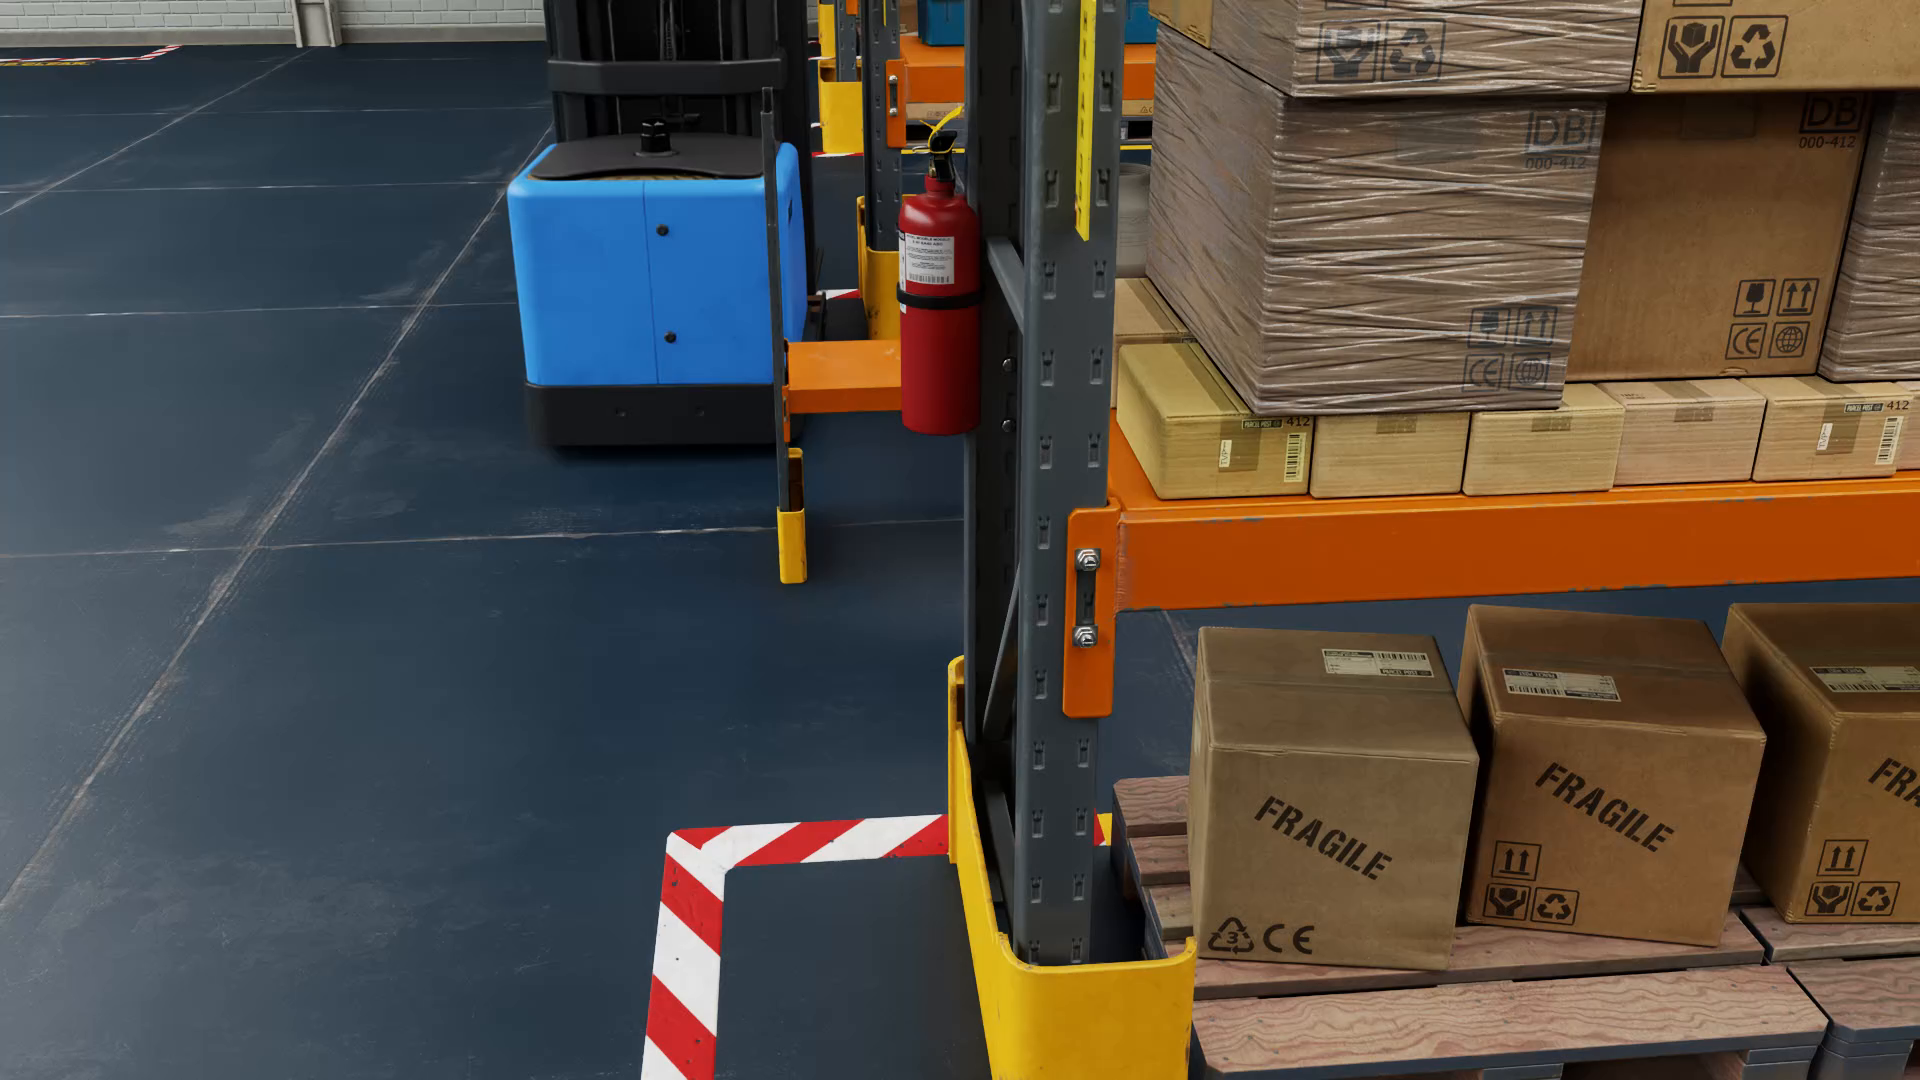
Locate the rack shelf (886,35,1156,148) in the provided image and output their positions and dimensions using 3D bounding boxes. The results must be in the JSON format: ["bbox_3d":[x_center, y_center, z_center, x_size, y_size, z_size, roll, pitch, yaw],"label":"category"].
[{"bbox_3d":[1.623,-2.164,7.810,4.000,0.370,1.077,-2,24,-5],"label":"rack shelf"}]

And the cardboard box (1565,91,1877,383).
[{"bbox_3d":[1.155,-0.671,3.078,0.500,0.500,0.875,-2,24,-5],"label":"cardboard box"}]

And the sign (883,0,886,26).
[{"bbox_3d":[-0.317,-2.316,6.928,0.005,0.325,0.100,-2,24,-5],"label":"sign"}]

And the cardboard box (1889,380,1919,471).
[{"bbox_3d":[1.670,-0.263,2.959,0.250,0.149,0.380,-2,24,-5],"label":"cardboard box"}]

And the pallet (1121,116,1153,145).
[{"bbox_3d":[1.118,-3.236,12.769,1.213,0.211,1.003,-2,24,-5],"label":"pallet"}]

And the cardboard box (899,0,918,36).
[{"bbox_3d":[-0.346,-3.835,12.629,0.500,0.500,0.500,-2,24,-5],"label":"cardboard box"}]

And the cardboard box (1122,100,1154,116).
[{"bbox_3d":[1.198,-3.341,12.442,0.500,0.250,0.500,-2,24,-5],"label":"cardboard box"}]

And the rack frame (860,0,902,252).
[{"bbox_3d":[-0.367,-2.413,7.485,0.127,3.000,1.000,-2,24,-5],"label":"rack frame"}]

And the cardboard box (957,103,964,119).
[{"bbox_3d":[0.202,-3.303,12.357,0.500,0.250,0.500,-2,24,-5],"label":"cardboard box"}]

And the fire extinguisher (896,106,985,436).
[{"bbox_3d":[-0.040,-0.557,3.405,0.183,0.674,0.296,-2,24,-5],"label":"fire extinguisher"}]

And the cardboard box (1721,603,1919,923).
[{"bbox_3d":[1.959,0.467,3.568,0.500,0.500,0.500,0,24,0],"label":"cardboard box"}]

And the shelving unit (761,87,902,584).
[{"bbox_3d":[-0.076,-0.682,5.439,1.083,1.500,0.587,-2,24,-5],"label":"shelving unit"}]

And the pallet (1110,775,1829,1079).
[{"bbox_3d":[1.007,0.843,3.595,1.213,0.211,1.003,-2,24,-5],"label":"pallet"}]

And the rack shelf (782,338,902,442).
[{"bbox_3d":[-0.085,-0.518,5.511,1.000,0.185,0.538,-2,24,-5],"label":"rack shelf"}]

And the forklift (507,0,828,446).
[{"bbox_3d":[-1.193,-2.254,7.212,1.130,2.935,3.031,-1,24,-2],"label":"forklift"}]

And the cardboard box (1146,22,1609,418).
[{"bbox_3d":[0.670,-0.603,2.924,0.500,0.500,0.875,-2,24,-5],"label":"cardboard box"}]

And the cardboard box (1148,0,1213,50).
[{"bbox_3d":[0.643,-1.171,2.971,0.500,0.500,0.500,-2,24,-5],"label":"cardboard box"}]

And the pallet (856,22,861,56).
[{"bbox_3d":[-0.453,-5.164,17.108,1.213,0.211,1.003,-2,24,-5],"label":"pallet"}]

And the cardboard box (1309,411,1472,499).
[{"bbox_3d":[0.677,-0.213,2.845,0.250,0.149,0.380,-2,24,-5],"label":"cardboard box"}]

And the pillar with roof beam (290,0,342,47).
[{"bbox_3d":[-6.277,-7.556,11.671,0.400,9.000,9.100,-2,24,-5],"label":"pillar with roof beam"}]

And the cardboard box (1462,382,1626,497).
[{"bbox_3d":[0.928,-0.217,2.854,0.250,0.149,0.380,-2,24,-5],"label":"cardboard box"}]

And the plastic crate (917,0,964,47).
[{"bbox_3d":[0.101,-2.486,7.832,0.616,0.251,0.499,-2,24,-5],"label":"plastic crate"}]

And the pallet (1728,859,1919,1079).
[{"bbox_3d":[2.218,0.795,3.701,1.213,0.211,1.003,-2,24,-5],"label":"pallet"}]

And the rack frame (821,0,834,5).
[{"bbox_3d":[-1.341,-6.417,16.494,0.127,3.000,1.000,-2,24,-5],"label":"rack frame"}]

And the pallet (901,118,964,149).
[{"bbox_3d":[-0.093,-3.188,12.663,1.213,0.211,1.003,-2,24,-5],"label":"pallet"}]

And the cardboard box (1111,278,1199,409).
[{"bbox_3d":[0.383,-0.391,3.245,0.250,0.149,0.380,-2,24,-5],"label":"cardboard box"}]

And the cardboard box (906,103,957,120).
[{"bbox_3d":[-0.295,-3.282,12.309,0.500,0.250,0.500,-2,24,-5],"label":"cardboard box"}]

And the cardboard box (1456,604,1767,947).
[{"bbox_3d":[1.334,0.484,3.529,0.500,0.500,0.500,4,24,9],"label":"cardboard box"}]

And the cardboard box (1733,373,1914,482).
[{"bbox_3d":[1.424,-0.242,2.912,0.250,0.149,0.380,-2,24,-5],"label":"cardboard box"}]

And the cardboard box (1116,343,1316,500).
[{"bbox_3d":[0.427,-0.211,2.840,0.250,0.149,0.380,-2,24,-5],"label":"cardboard box"}]

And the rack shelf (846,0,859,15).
[{"bbox_3d":[1.140,-4.166,12.315,4.000,0.370,1.077,-2,24,-5],"label":"rack shelf"}]

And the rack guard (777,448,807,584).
[{"bbox_3d":[-0.571,-0.091,5.648,0.087,0.250,0.587,-2,24,-5],"label":"rack guard"}]

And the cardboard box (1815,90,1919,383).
[{"bbox_3d":[1.657,-0.674,3.084,0.500,0.500,0.875,-2,24,-5],"label":"cardboard box"}]

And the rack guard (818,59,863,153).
[{"bbox_3d":[-0.874,-3.272,12.495,0.348,0.500,1.175,-2,24,-5],"label":"rack guard"}]

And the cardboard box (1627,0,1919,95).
[{"bbox_3d":[1.192,-0.978,2.537,0.500,0.500,0.500,-2,24,-5],"label":"cardboard box"}]

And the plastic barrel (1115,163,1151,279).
[{"bbox_3d":[0.779,-1.545,8.078,0.421,0.512,0.421,0,24,0],"label":"plastic barrel"}]

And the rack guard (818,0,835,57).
[{"bbox_3d":[-1.265,-5.278,17.008,0.348,0.500,1.175,-2,24,-5],"label":"rack guard"}]

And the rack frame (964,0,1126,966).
[{"bbox_3d":[0.120,-0.411,2.981,0.127,3.000,1.000,-2,24,-5],"label":"rack frame"}]

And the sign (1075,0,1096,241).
[{"bbox_3d":[0.173,-0.587,2.311,0.005,0.325,0.100,-2,24,-5],"label":"sign"}]

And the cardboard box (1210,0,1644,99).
[{"bbox_3d":[0.694,-0.961,2.498,0.500,0.500,0.500,-2,24,-5],"label":"cardboard box"}]

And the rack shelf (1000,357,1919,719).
[{"bbox_3d":[2.110,-0.162,3.306,4.000,0.370,1.077,-2,24,-5],"label":"rack shelf"}]

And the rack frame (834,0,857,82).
[{"bbox_3d":[-0.850,-4.415,11.989,0.127,3.000,1.000,-2,24,-5],"label":"rack frame"}]

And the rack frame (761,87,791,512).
[{"bbox_3d":[-0.591,-0.662,5.392,0.032,1.500,0.500,-2,24,-5],"label":"rack frame"}]

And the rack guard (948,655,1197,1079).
[{"bbox_3d":[0.195,0.729,3.495,0.348,0.500,1.175,-2,24,-5],"label":"rack guard"}]

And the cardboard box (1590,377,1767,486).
[{"bbox_3d":[1.174,-0.235,2.896,0.250,0.149,0.380,-2,24,-5],"label":"cardboard box"}]

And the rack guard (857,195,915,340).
[{"bbox_3d":[-0.296,-1.292,8.042,0.348,0.500,1.175,-2,24,-5],"label":"rack guard"}]

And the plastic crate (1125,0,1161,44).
[{"bbox_3d":[0.748,-2.509,7.885,0.408,0.251,0.499,-2,24,-5],"label":"plastic crate"}]

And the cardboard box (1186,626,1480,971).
[{"bbox_3d":[0.743,0.522,3.444,0.500,0.500,0.500,2,24,5],"label":"cardboard box"}]
